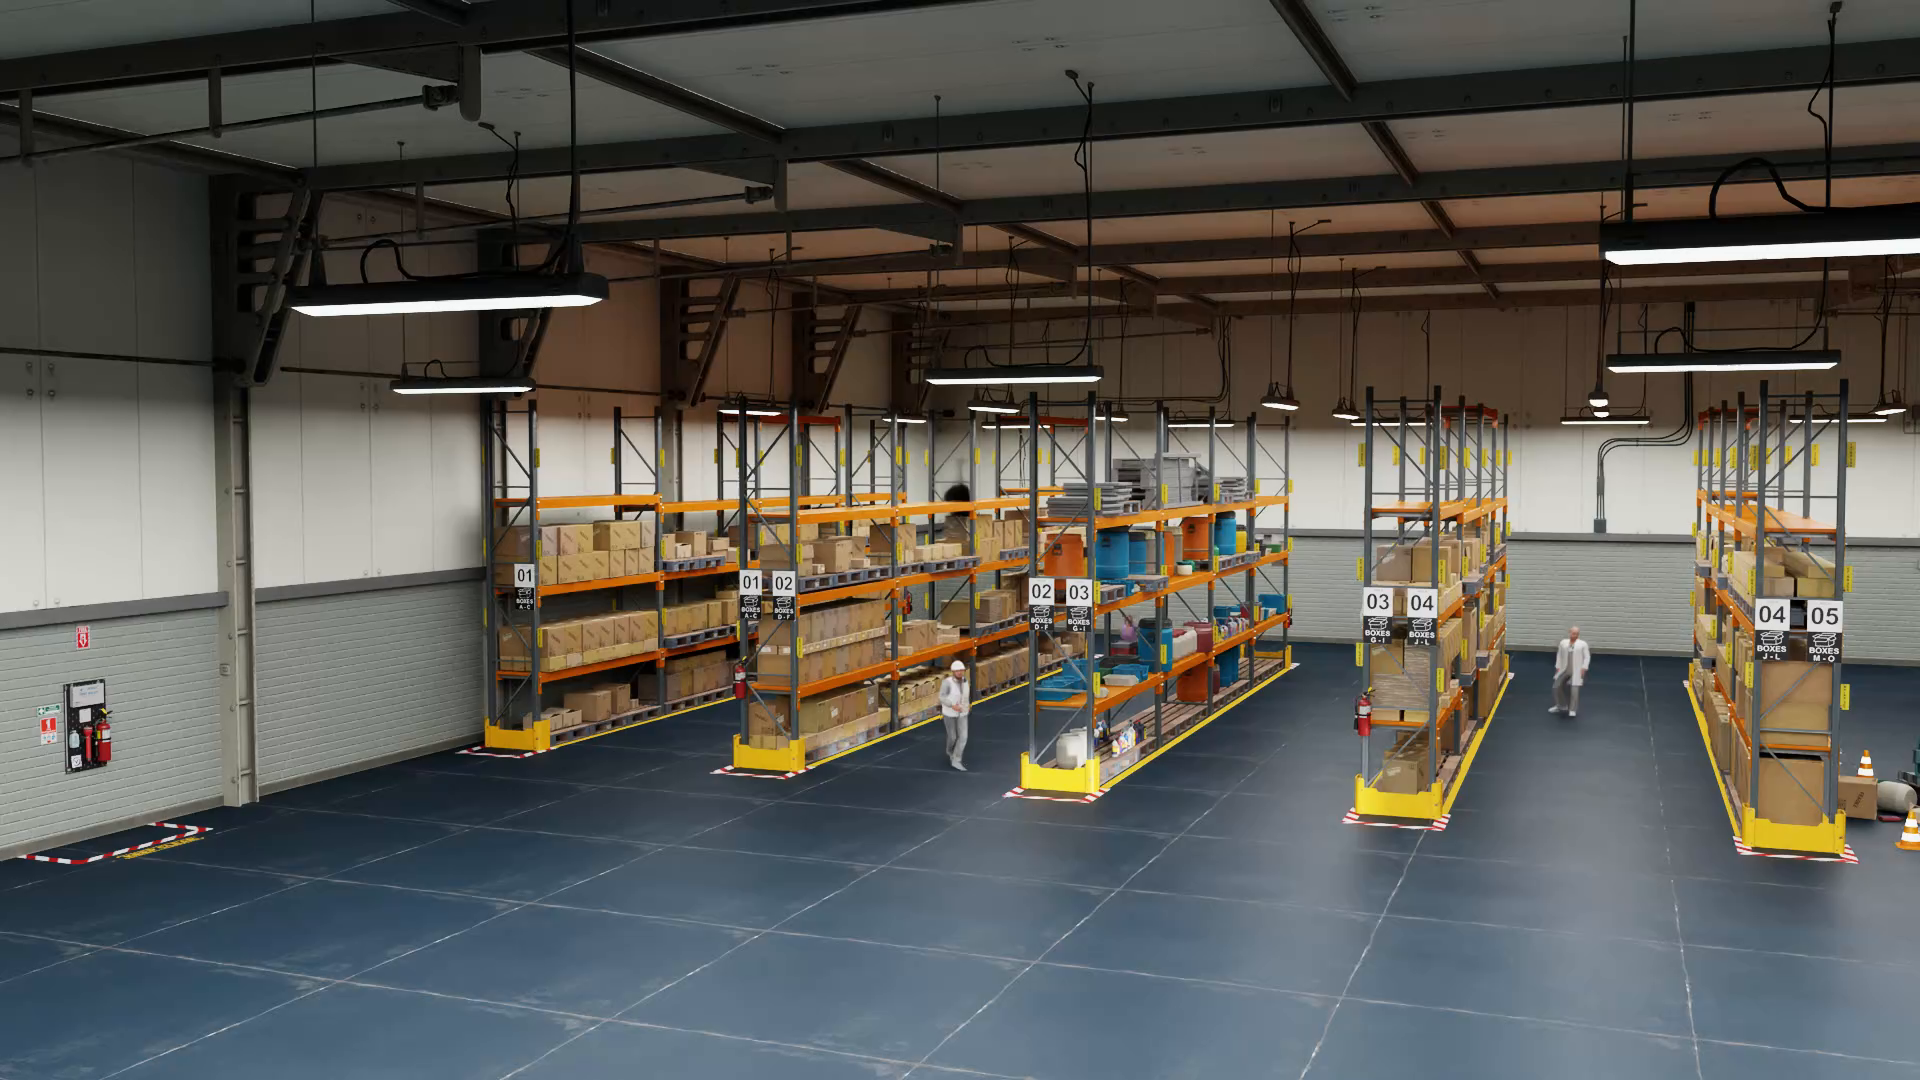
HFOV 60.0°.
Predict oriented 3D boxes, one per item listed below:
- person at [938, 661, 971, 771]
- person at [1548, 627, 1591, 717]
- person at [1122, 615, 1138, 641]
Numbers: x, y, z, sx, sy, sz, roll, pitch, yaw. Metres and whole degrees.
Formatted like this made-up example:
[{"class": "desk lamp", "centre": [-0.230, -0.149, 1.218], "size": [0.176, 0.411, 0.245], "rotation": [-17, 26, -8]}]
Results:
[{"class": "person", "centre": [-0.109, 2.802, 26.887], "size": [0.632, 1.756, 0.814], "rotation": [-1, 3, -20]}, {"class": "person", "centre": [11.748, 2.542, 32.108], "size": [0.825, 1.742, 0.608], "rotation": [2, 4, 37]}, {"class": "person", "centre": [3.729, 2.421, 36.617], "size": [0.519, 1.531, 0.760], "rotation": [1, 3, 25]}]
